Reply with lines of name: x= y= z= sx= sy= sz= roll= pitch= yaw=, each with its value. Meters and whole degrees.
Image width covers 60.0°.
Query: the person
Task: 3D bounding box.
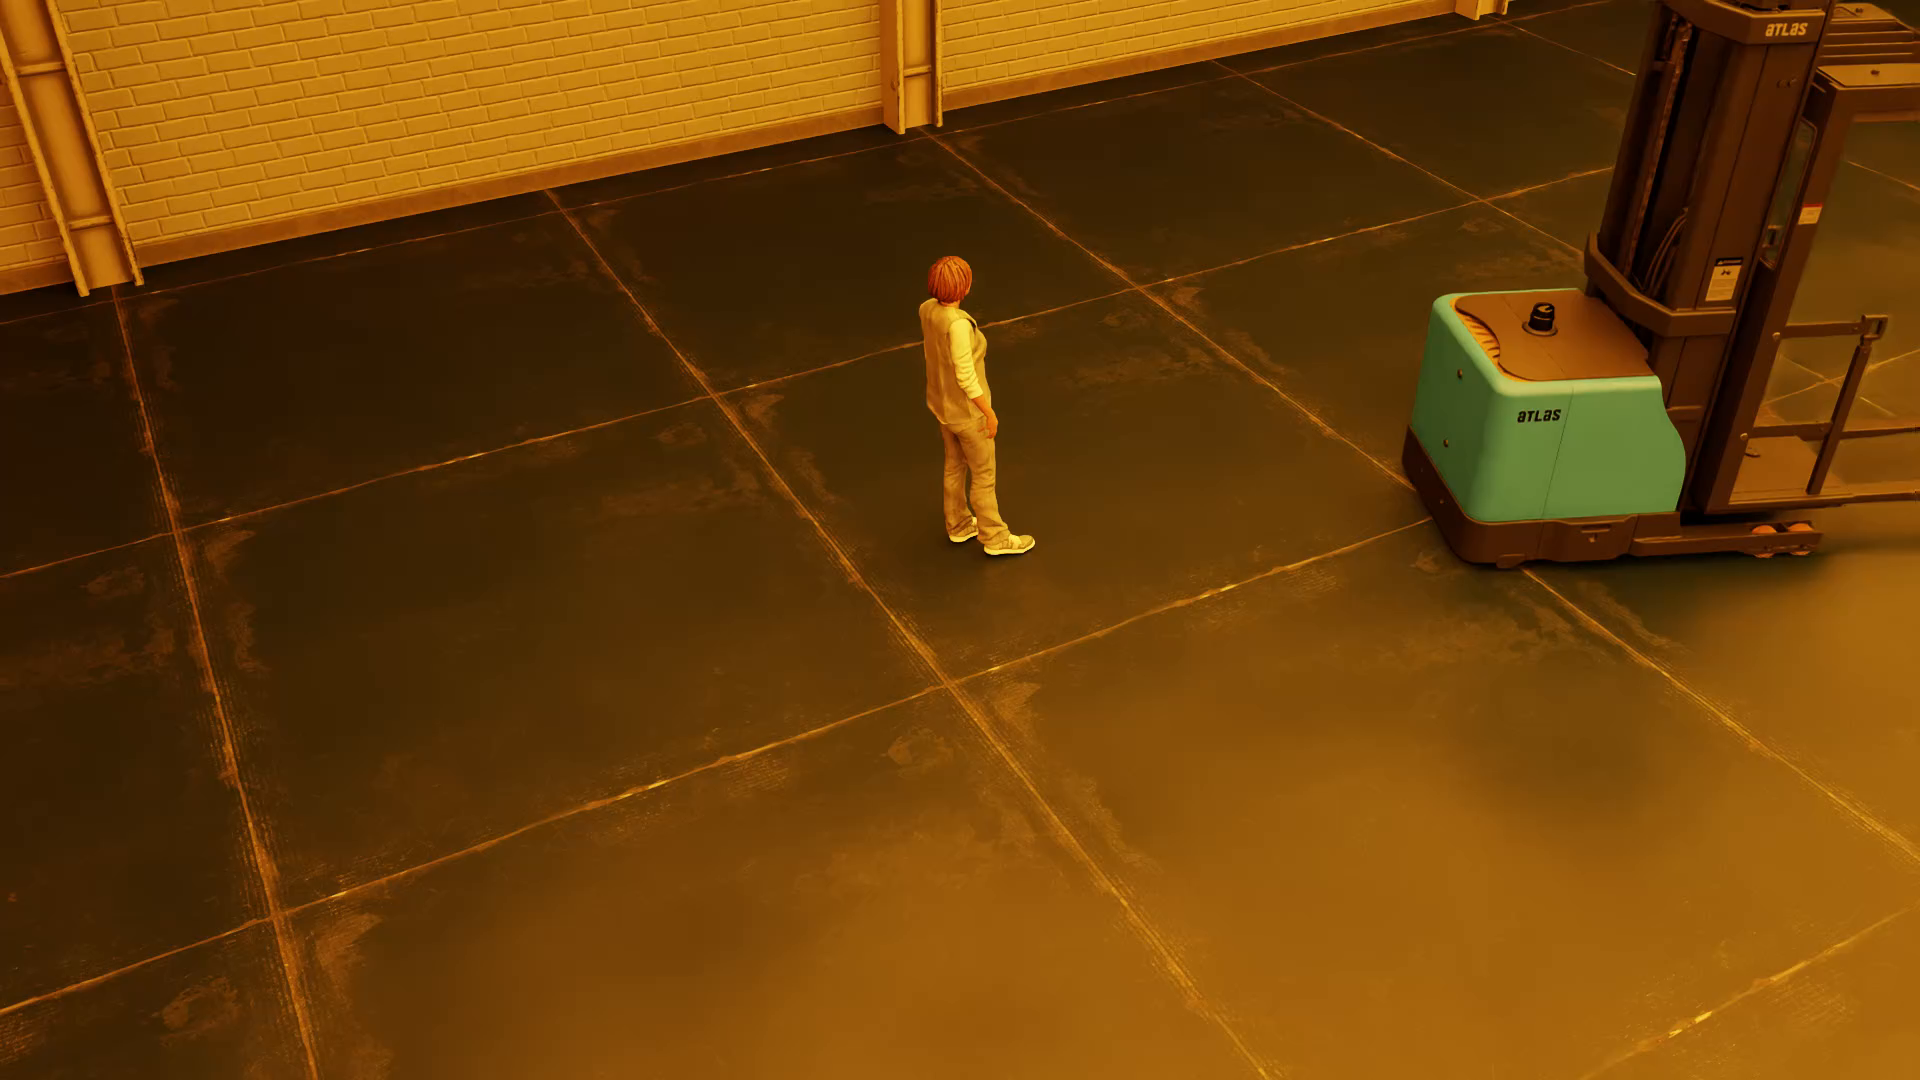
person: x=0.073 y=-0.671 z=8.215 sx=0.473 sy=1.599 sz=0.520 roll=-17 pitch=39 yaw=-23

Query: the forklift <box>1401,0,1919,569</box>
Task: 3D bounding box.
forklift: x=3.978 y=-1.406 z=8.112 sx=3.031 sy=2.935 sz=1.130 roll=-3 pitch=35 yaw=-5
